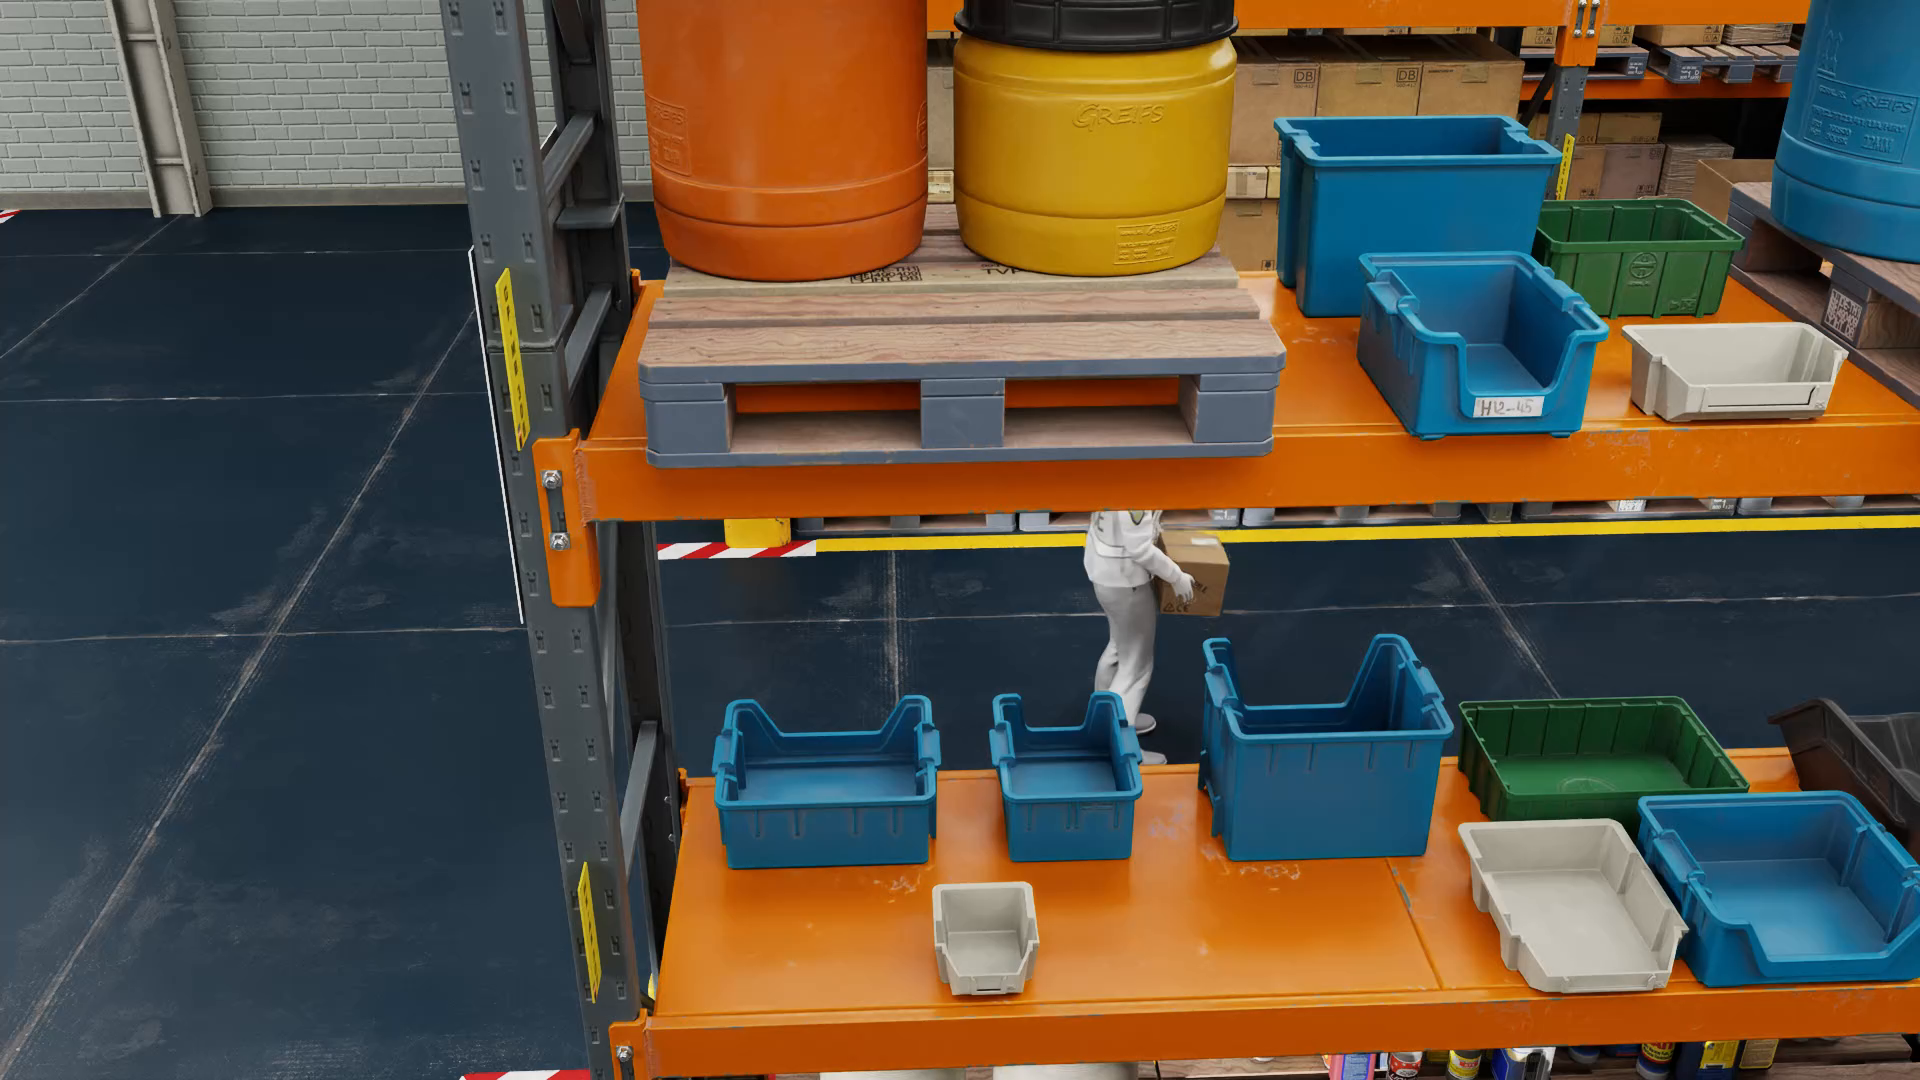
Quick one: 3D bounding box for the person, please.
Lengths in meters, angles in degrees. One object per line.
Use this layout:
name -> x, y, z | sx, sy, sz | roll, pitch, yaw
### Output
person -> 0.732, 0.139, 6.827 | 0.439, 1.687, 0.497 | -2, 28, -3
